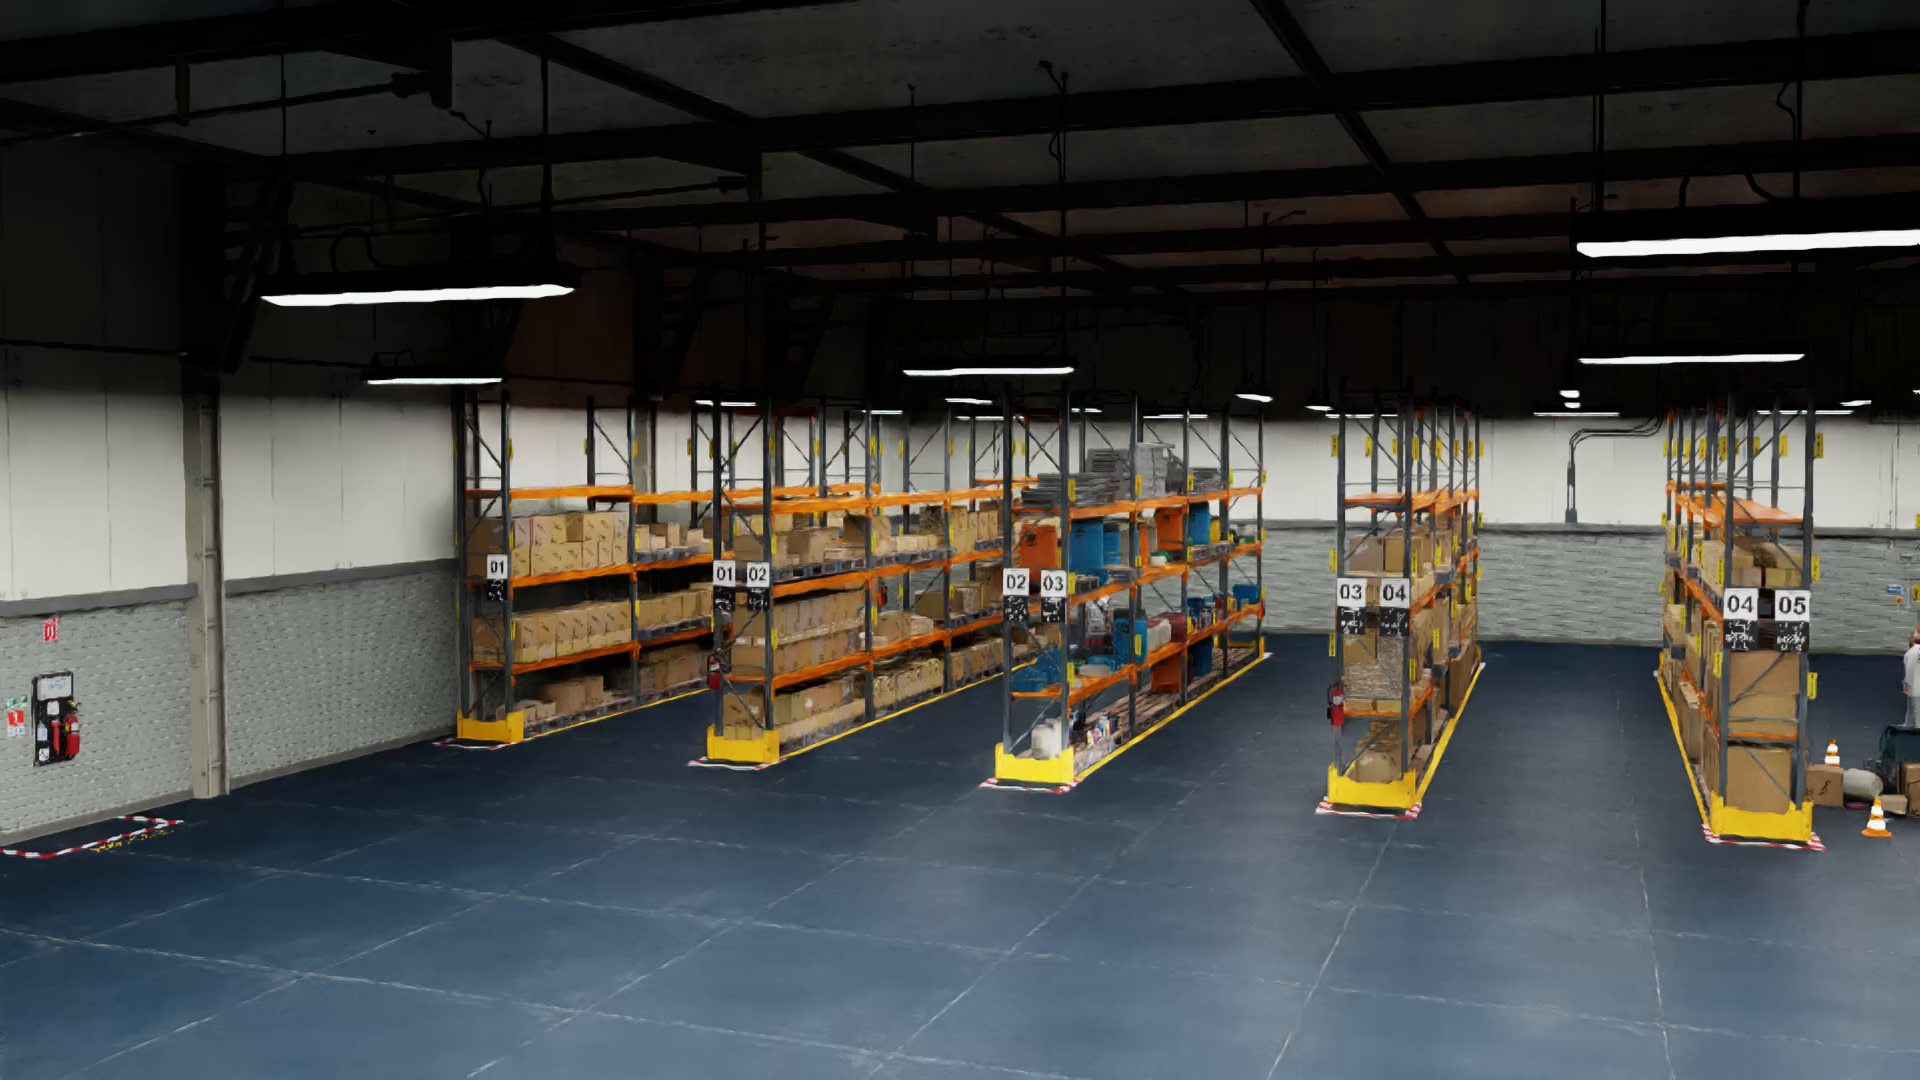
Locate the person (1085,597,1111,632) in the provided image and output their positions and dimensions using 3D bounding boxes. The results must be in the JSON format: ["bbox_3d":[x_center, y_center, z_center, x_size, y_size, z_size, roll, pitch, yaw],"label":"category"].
[{"bbox_3d":[3.244,1.979,39.438,0.682,1.715,0.542,1,3,18],"label":"person"}]

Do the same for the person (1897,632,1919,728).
[{"bbox_3d":[16.657,2.494,29.081,0.643,1.773,0.673,3,4,43],"label":"person"}]

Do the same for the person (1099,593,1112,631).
[{"bbox_3d":[3.889,1.625,45.727,0.682,1.712,0.844,0,3,4],"label":"person"}]
